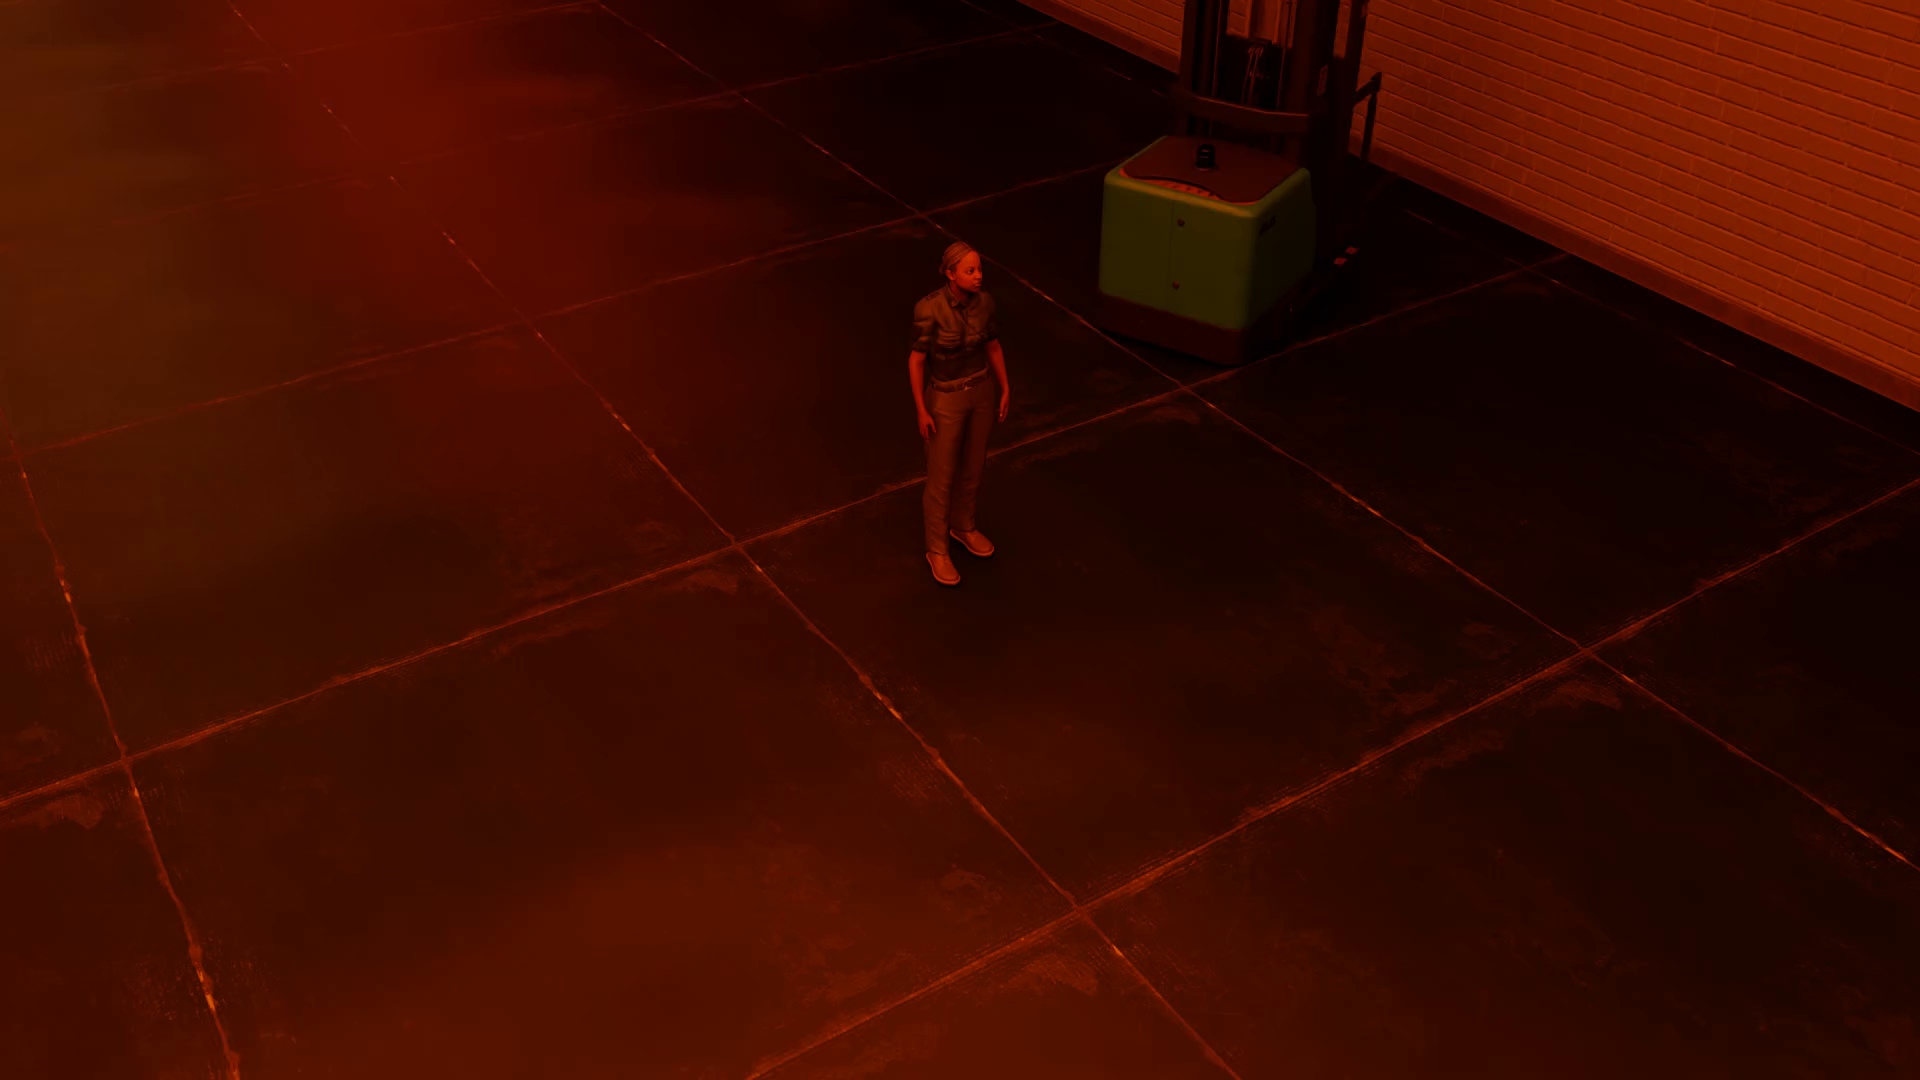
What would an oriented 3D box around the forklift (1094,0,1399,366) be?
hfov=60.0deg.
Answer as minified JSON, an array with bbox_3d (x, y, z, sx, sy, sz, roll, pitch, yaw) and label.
[{"bbox_3d":[2.081,-3.063,10.507,1.130,2.935,3.031,21,40,27],"label":"forklift"}]

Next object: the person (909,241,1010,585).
[{"bbox_3d":[0.031,-0.634,8.149,0.570,1.654,0.504,-21,40,-27],"label":"person"}]
